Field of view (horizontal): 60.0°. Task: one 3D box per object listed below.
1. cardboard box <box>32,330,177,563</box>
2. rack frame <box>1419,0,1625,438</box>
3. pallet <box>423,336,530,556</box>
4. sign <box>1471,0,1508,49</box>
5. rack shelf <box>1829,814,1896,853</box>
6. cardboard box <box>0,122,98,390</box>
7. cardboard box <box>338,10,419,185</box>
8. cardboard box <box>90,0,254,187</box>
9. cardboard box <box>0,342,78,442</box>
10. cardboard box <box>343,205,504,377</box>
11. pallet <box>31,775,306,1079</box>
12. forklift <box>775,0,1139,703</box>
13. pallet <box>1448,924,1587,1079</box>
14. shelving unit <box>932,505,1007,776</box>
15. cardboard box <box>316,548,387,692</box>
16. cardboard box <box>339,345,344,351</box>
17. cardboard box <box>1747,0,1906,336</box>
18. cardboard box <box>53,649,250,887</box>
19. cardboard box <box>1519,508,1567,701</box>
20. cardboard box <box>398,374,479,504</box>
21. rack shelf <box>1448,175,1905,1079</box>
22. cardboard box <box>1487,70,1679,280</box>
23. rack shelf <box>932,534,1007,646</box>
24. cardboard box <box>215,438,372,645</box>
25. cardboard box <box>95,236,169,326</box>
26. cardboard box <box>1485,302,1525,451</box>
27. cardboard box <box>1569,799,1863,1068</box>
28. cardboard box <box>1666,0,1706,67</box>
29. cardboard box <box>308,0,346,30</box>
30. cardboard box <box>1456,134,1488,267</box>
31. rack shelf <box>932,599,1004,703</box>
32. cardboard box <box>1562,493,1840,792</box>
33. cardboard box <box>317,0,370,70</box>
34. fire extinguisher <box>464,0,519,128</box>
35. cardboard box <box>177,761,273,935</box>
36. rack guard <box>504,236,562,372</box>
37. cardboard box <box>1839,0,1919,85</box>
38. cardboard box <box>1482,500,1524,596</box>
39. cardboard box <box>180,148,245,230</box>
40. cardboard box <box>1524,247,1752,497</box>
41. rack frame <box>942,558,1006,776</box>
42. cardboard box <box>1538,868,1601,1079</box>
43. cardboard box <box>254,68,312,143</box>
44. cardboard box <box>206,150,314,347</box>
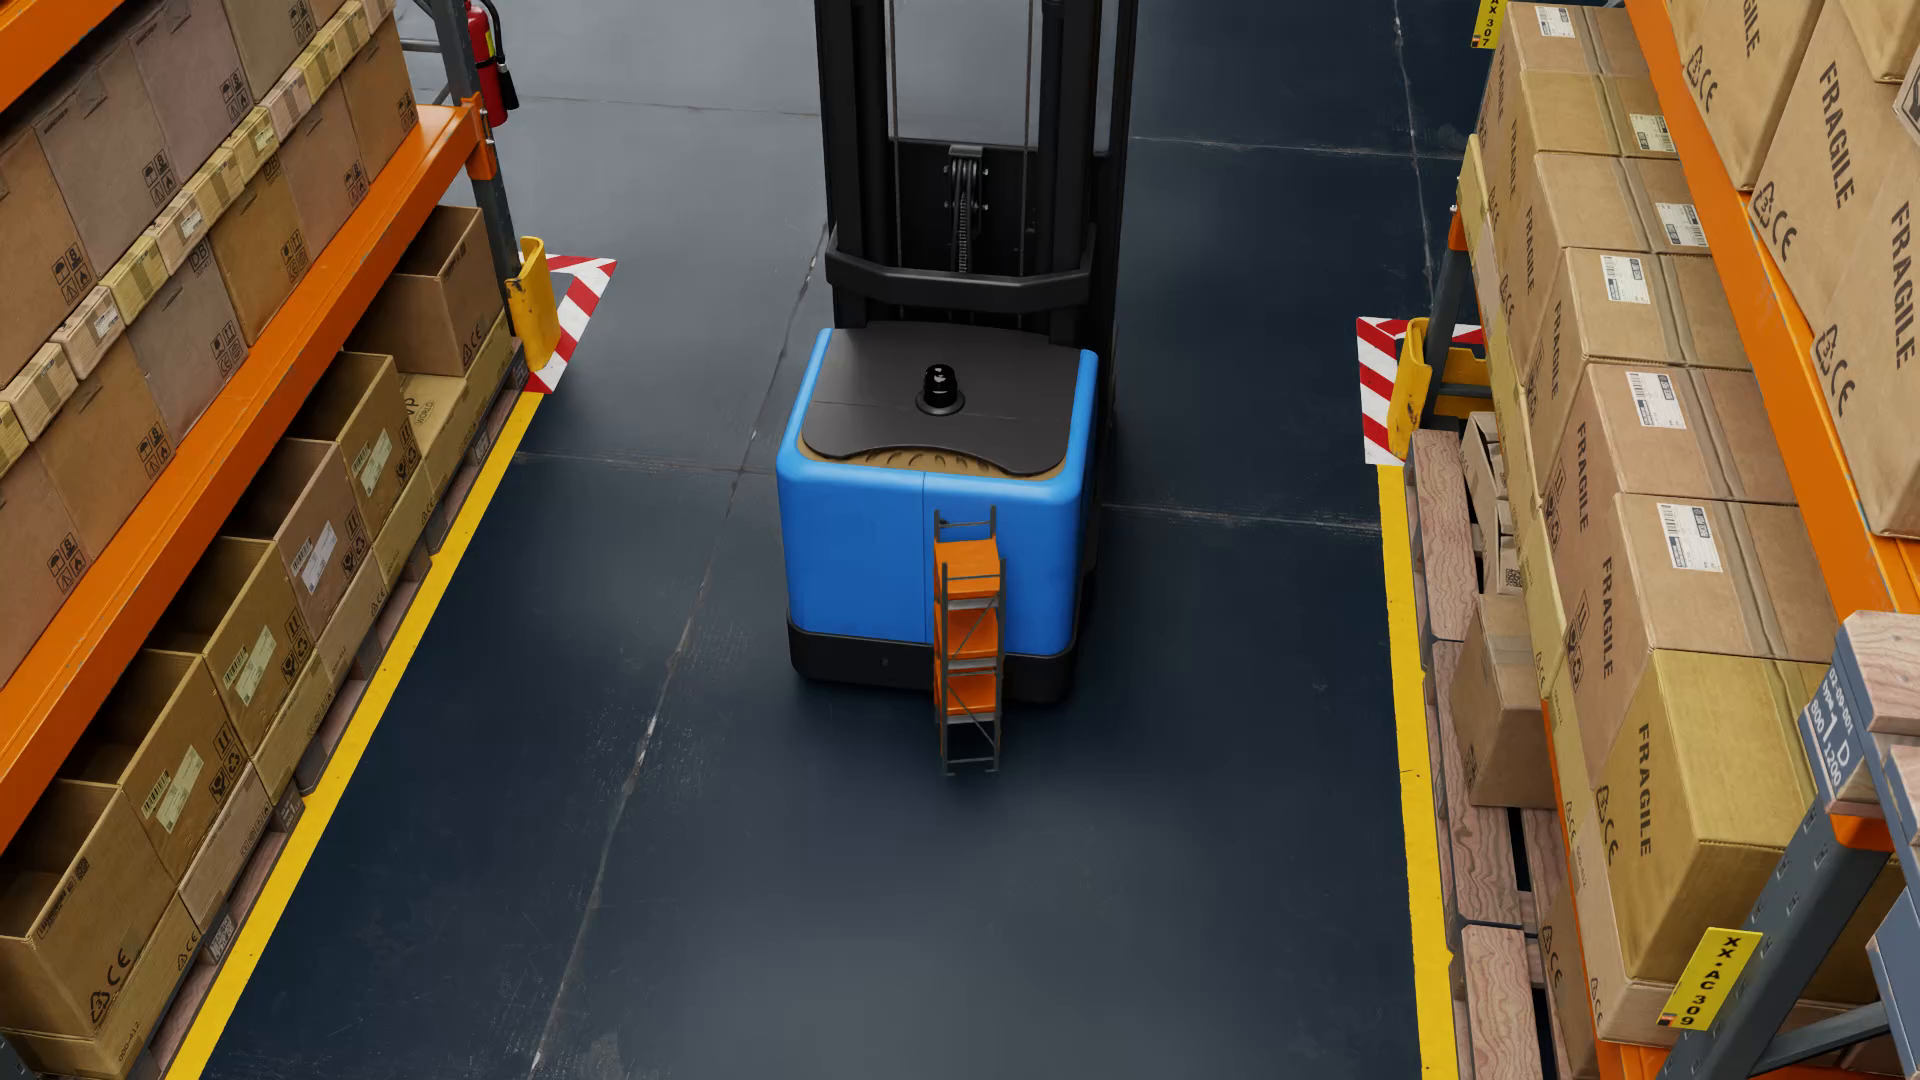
[{"bbox_3d":[-2.799,-0.314,4.828,0.700,0.500,0.500,6,44,6],"label":"cardboard box"},{"bbox_3d":[2.454,-1.552,6.207,1.000,3.000,0.127,5,44,6],"label":"rack frame"},{"bbox_3d":[-2.516,-0.462,7.084,1.003,0.211,1.213,5,44,6],"label":"pallet"},{"bbox_3d":[1.916,-1.915,5.962,0.100,0.325,0.005,5,44,6],"label":"sign"},{"bbox_3d":[1.661,1.709,1.105,1.077,0.370,4.000,5,44,6],"label":"rack shelf"},{"bbox_3d":[-2.800,-0.770,4.365,0.700,0.500,0.500,5,44,5],"label":"cardboard box"},{"bbox_3d":[-2.531,-1.719,6.311,0.700,0.500,0.500,5,44,6],"label":"cardboard box"},{"bbox_3d":[-2.668,-1.451,5.085,0.700,0.500,0.500,5,44,6],"label":"cardboard box"},{"bbox_3d":[-2.624,-0.407,4.454,0.380,0.149,0.250,4,44,4],"label":"cardboard box"},{"bbox_3d":[-2.232,-1.033,6.809,0.500,0.500,0.500,5,44,6],"label":"cardboard box"},{"bbox_3d":[-2.839,1.201,5.328,1.003,0.211,1.213,5,44,6],"label":"pallet"},{"bbox_3d":[0.087,-1.493,6.195,1.130,2.935,3.031,5,44,6],"label":"forklift"},{"bbox_3d":[1.979,1.726,4.774,1.003,0.211,1.213,5,44,6],"label":"pallet"},{"bbox_3d":[0.026,0.360,5.604,0.215,1.050,0.252,-4,44,-5],"label":"shelving unit"},{"bbox_3d":[-2.421,0.262,5.986,0.500,0.250,0.500,5,44,6],"label":"cardboard box"},{"bbox_3d":[-2.748,-0.808,7.116,0.500,0.250,0.500,5,44,6],"label":"cardboard box"},{"bbox_3d":[1.827,-0.669,3.006,0.500,0.500,0.500,2,43,2],"label":"cardboard box"},{"bbox_3d":[-2.555,0.671,5.009,0.500,0.500,0.500,5,44,6],"label":"cardboard box"},{"bbox_3d":[1.813,0.188,4.464,0.500,0.250,0.500,5,44,5],"label":"cardboard box"},{"bbox_3d":[-2.289,-0.419,6.706,0.500,0.250,0.500,5,44,6],"label":"cardboard box"},{"bbox_3d":[2.190,0.072,5.015,1.077,0.370,4.000,5,44,6],"label":"rack shelf"},{"bbox_3d":[2.018,-1.143,5.325,0.500,0.500,0.500,5,44,6],"label":"cardboard box"},{"bbox_3d":[0.028,0.163,5.415,0.215,0.259,0.240,-4,44,-5],"label":"rack shelf"},{"bbox_3d":[-2.417,-0.010,5.728,0.500,0.500,0.500,5,44,6],"label":"cardboard box"},{"bbox_3d":[-2.556,-0.767,4.834,0.380,0.149,0.250,5,44,5],"label":"cardboard box"},{"bbox_3d":[1.947,-0.499,5.190,0.500,0.250,0.500,5,44,5],"label":"cardboard box"},{"bbox_3d":[1.688,0.871,3.743,0.500,0.250,0.500,5,44,6],"label":"cardboard box"},{"bbox_3d":[1.942,-1.395,3.773,0.500,0.500,0.500,8,44,8],"label":"cardboard box"},{"bbox_3d":[-2.538,-2.154,5.827,0.700,0.500,0.500,5,44,6],"label":"cardboard box"},{"bbox_3d":[2.075,-1.201,5.931,0.500,0.250,0.500,4,44,4],"label":"cardboard box"},{"bbox_3d":[0.026,0.368,5.611,0.215,0.259,0.240,-4,44,-5],"label":"rack shelf"},{"bbox_3d":[1.742,0.258,3.845,0.500,0.500,0.500,5,44,5],"label":"cardboard box"},{"bbox_3d":[-2.351,-1.815,5.941,0.380,0.149,0.250,6,44,7],"label":"cardboard box"},{"bbox_3d":[-1.980,-2.010,6.747,0.296,0.674,0.183,5,44,6],"label":"fire extinguisher"},{"bbox_3d":[-2.552,0.944,5.266,0.500,0.250,0.500,5,44,6],"label":"cardboard box"},{"bbox_3d":[-2.453,-1.108,7.557,1.175,0.500,0.348,5,44,6],"label":"rack guard"},{"bbox_3d":[1.785,-1.064,2.696,0.500,0.500,0.500,7,44,8],"label":"cardboard box"},{"bbox_3d":[2.198,0.117,6.081,0.500,0.311,0.500,9,44,9],"label":"cardboard box"},{"bbox_3d":[-2.488,-1.111,5.197,0.380,0.149,0.250,6,44,7],"label":"cardboard box"},{"bbox_3d":[1.887,-0.438,4.581,0.500,0.500,0.500,6,44,7],"label":"cardboard box"},{"bbox_3d":[0.040,0.444,5.516,0.200,1.050,0.008,-4,44,-5],"label":"rack frame"},{"bbox_3d":[2.023,1.211,4.787,0.500,0.500,0.500,2,43,2],"label":"cardboard box"},{"bbox_3d":[-2.420,-1.470,5.576,0.380,0.149,0.250,6,44,6],"label":"cardboard box"},{"bbox_3d":[-2.667,-1.023,5.576,0.700,0.500,0.500,6,44,6],"label":"cardboard box"}]
